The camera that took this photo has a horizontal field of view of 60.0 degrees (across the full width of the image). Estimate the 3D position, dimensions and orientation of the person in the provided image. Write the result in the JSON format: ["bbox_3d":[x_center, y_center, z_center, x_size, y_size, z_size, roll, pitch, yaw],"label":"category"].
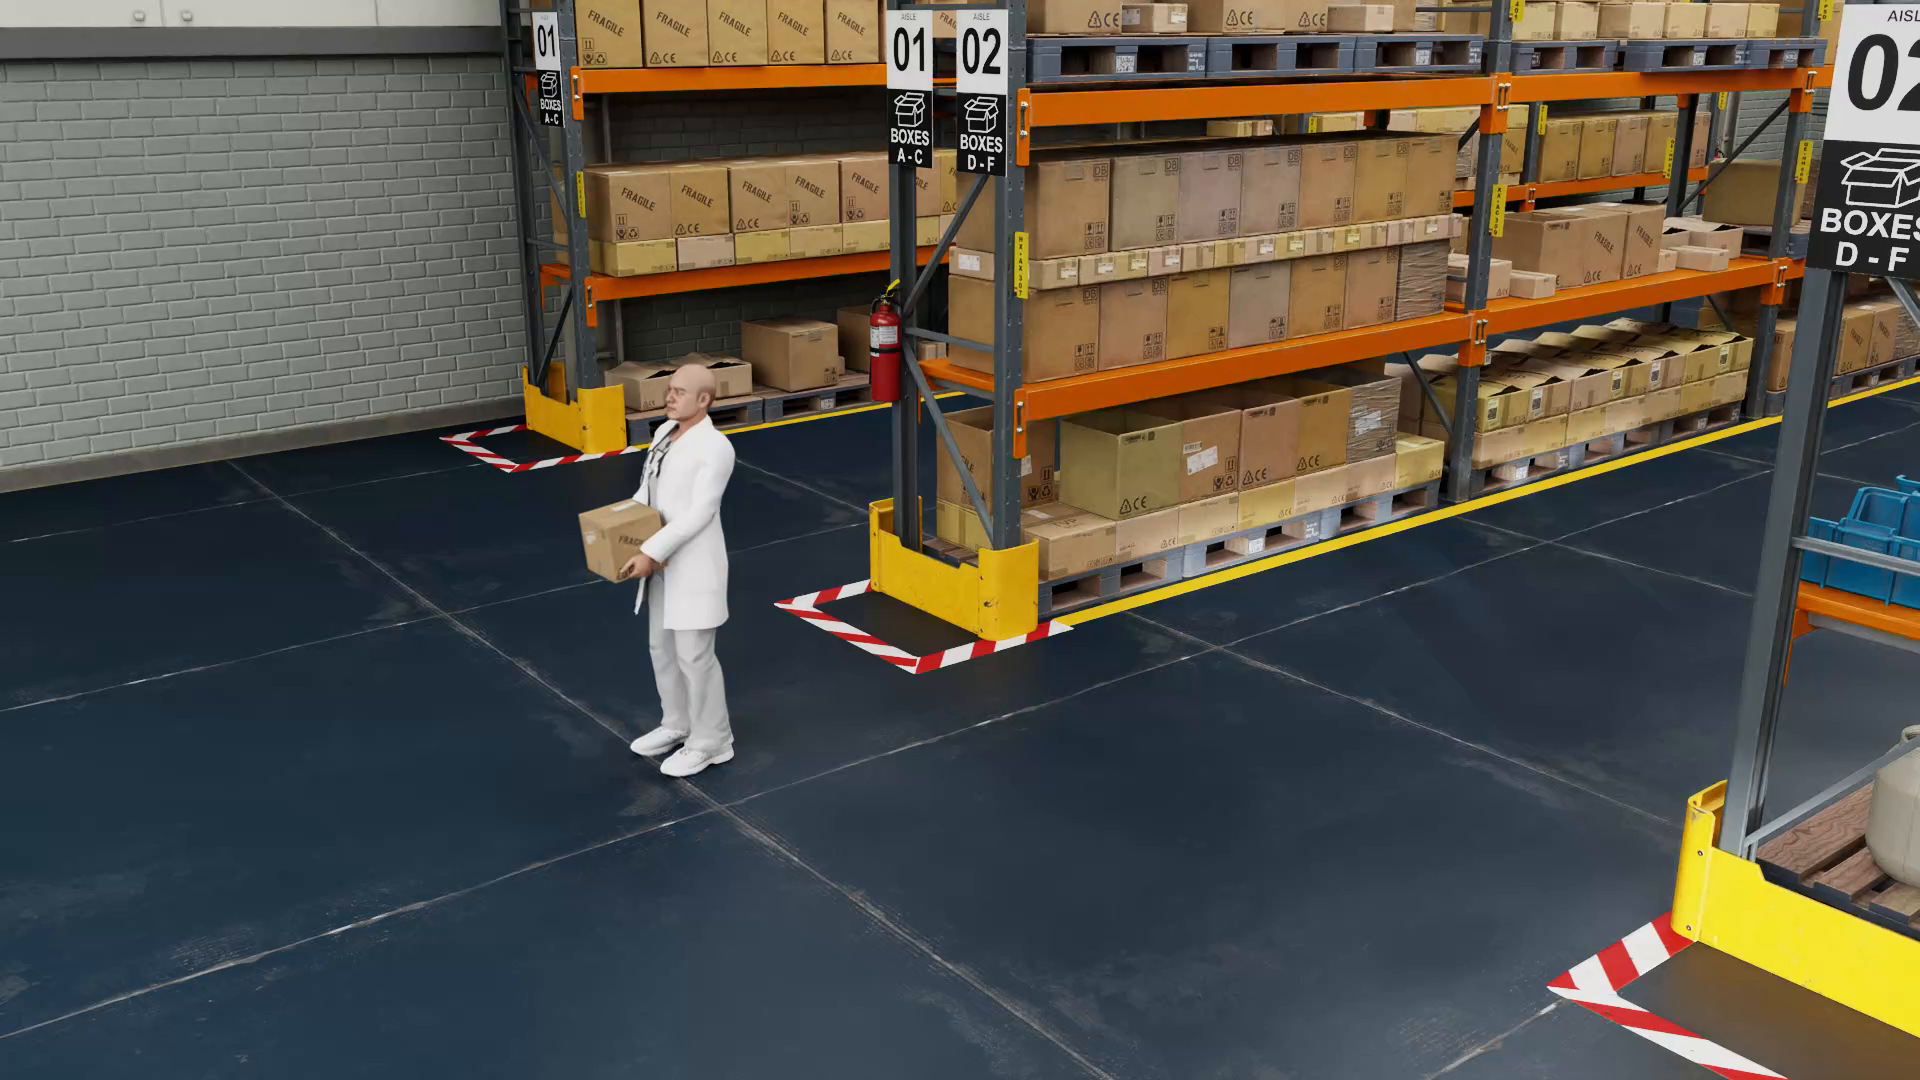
[{"bbox_3d":[-1.266,0.137,7.139,0.554,1.773,0.532,-13,22,-36],"label":"person"}]
